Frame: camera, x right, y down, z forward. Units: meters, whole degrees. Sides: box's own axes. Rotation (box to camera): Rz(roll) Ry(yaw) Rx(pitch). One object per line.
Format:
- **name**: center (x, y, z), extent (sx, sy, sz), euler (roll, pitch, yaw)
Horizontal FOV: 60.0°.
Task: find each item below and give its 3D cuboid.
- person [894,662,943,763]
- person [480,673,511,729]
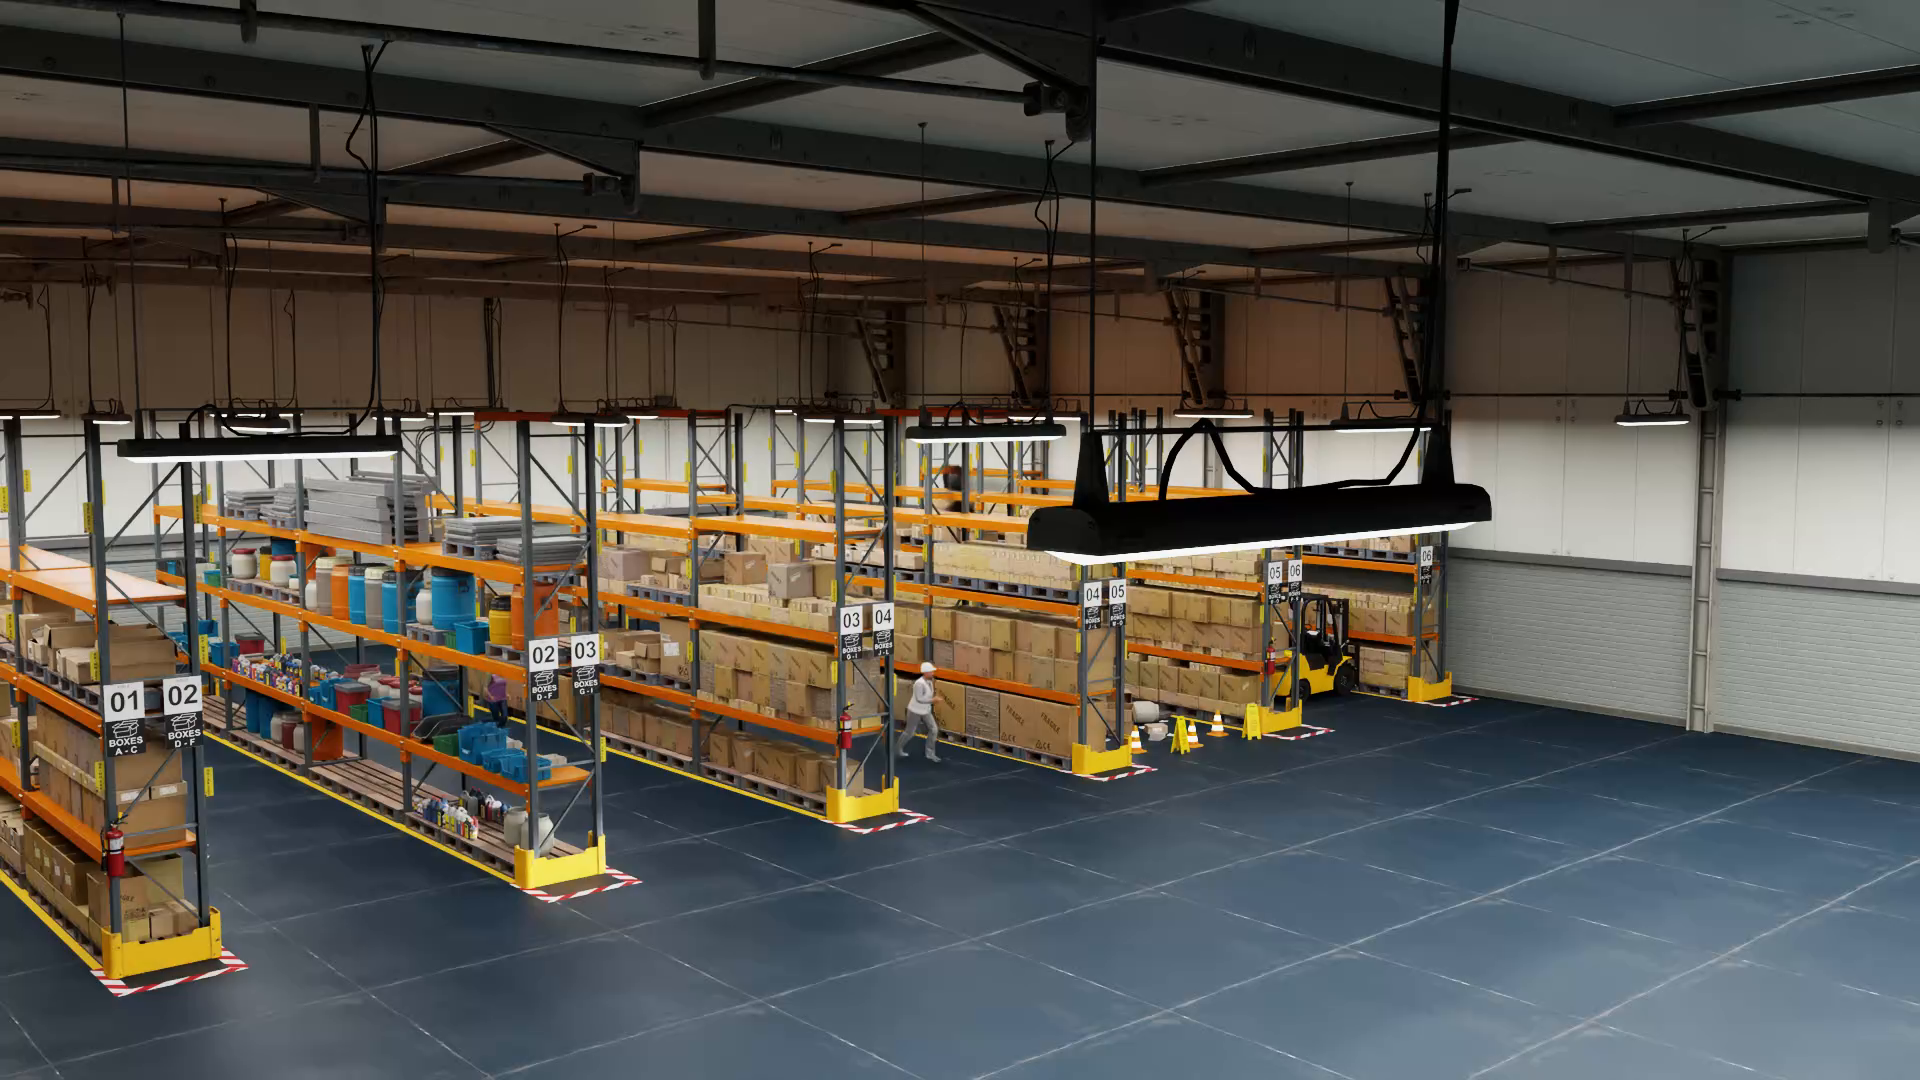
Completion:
- **person**: center (-0.698, 2.956, 28.610), extent (0.975, 1.752, 0.652), euler (3, 6, 29)
- **person**: center (-8.474, 2.909, 30.286), extent (0.659, 1.559, 0.517), euler (5, 7, 42)
